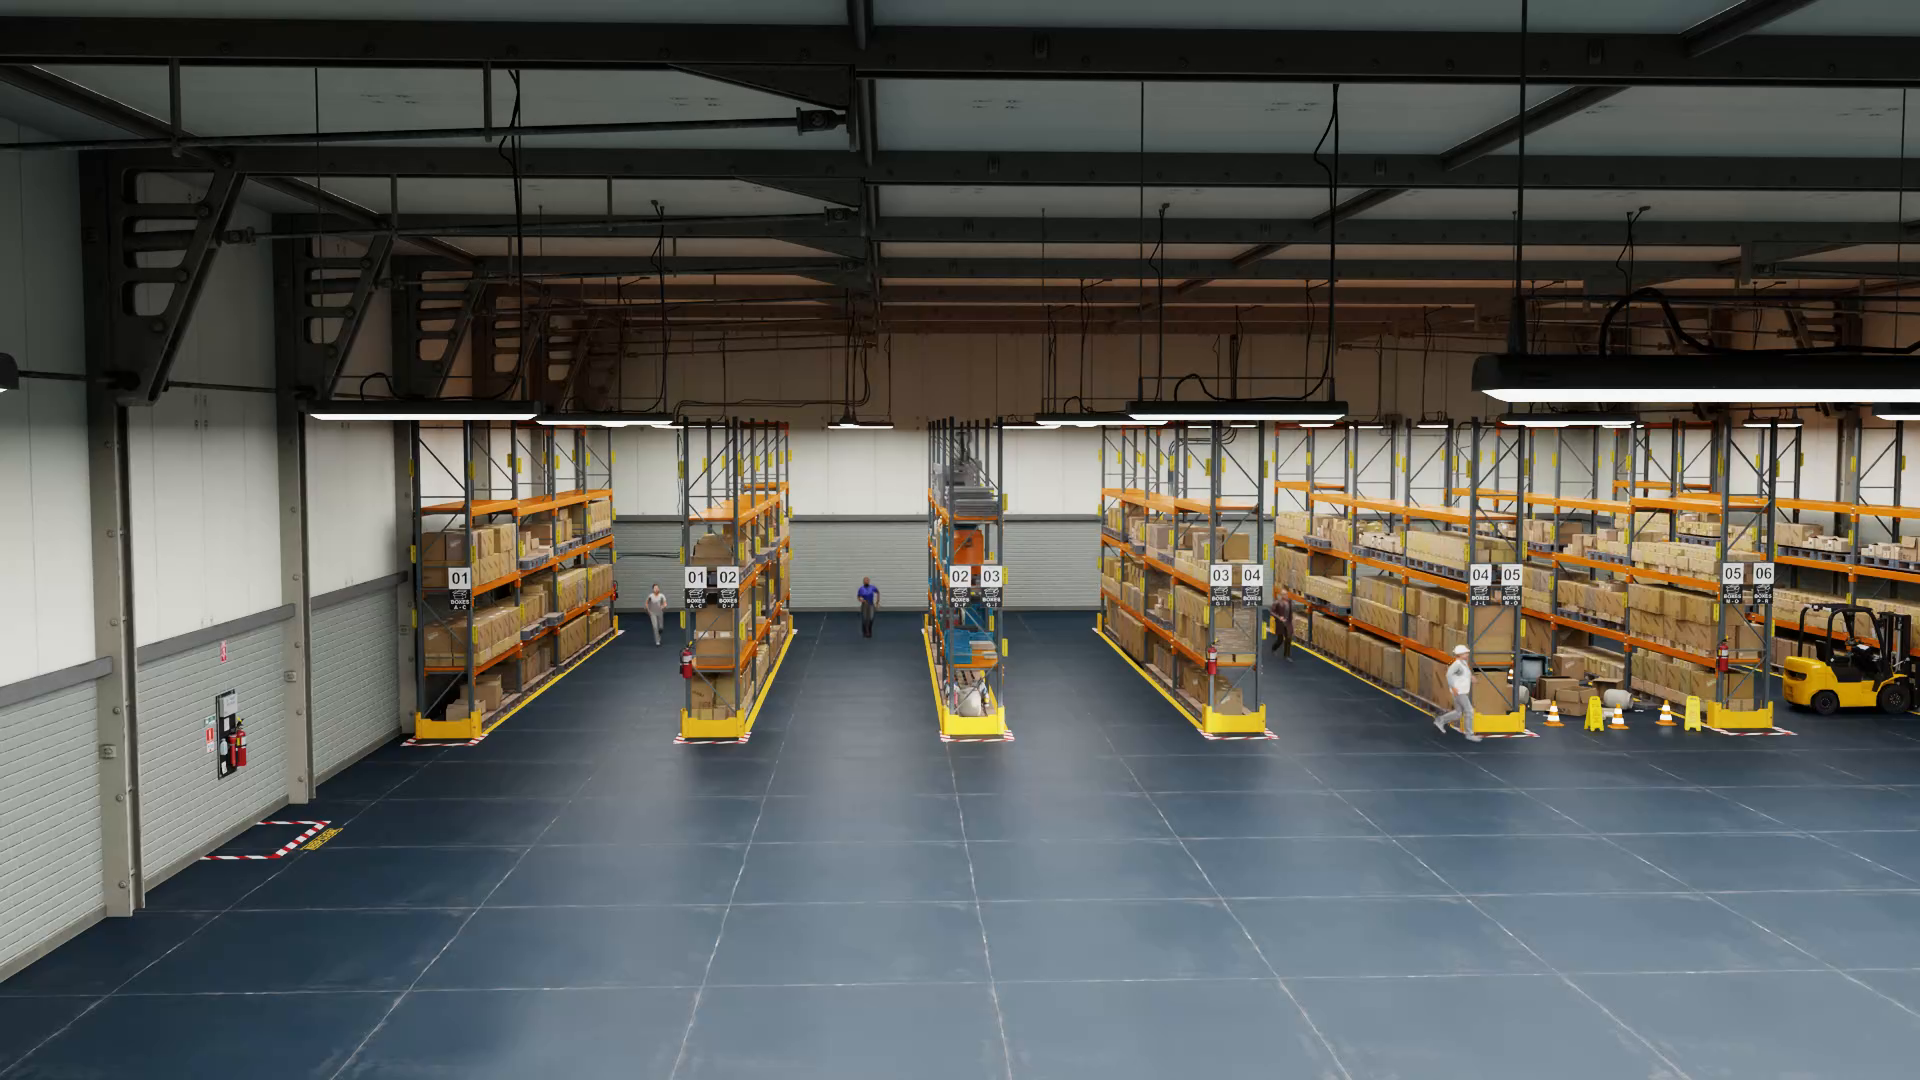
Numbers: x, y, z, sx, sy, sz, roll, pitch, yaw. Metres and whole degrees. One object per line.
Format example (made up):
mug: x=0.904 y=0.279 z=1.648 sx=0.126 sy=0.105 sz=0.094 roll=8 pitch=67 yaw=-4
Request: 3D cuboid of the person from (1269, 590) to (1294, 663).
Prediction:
person: x=8.052 y=2.133 z=41.526 sx=0.713 sy=1.776 sz=0.954 roll=-1 pitch=4 yaw=-15

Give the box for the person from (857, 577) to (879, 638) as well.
person: x=-2.412 y=1.823 z=43.850 sx=0.593 sy=1.538 sz=0.762 roll=0 pitch=4 yaw=-5

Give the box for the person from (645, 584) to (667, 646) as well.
person: x=-8.148 y=1.994 z=44.607 sx=0.563 sy=1.632 sz=0.697 roll=-1 pitch=4 yaw=-12

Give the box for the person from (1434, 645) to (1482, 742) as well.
person: x=9.265 y=2.832 z=30.913 sx=0.885 sy=1.777 sz=0.696 roll=2 pitch=4 yaw=24
